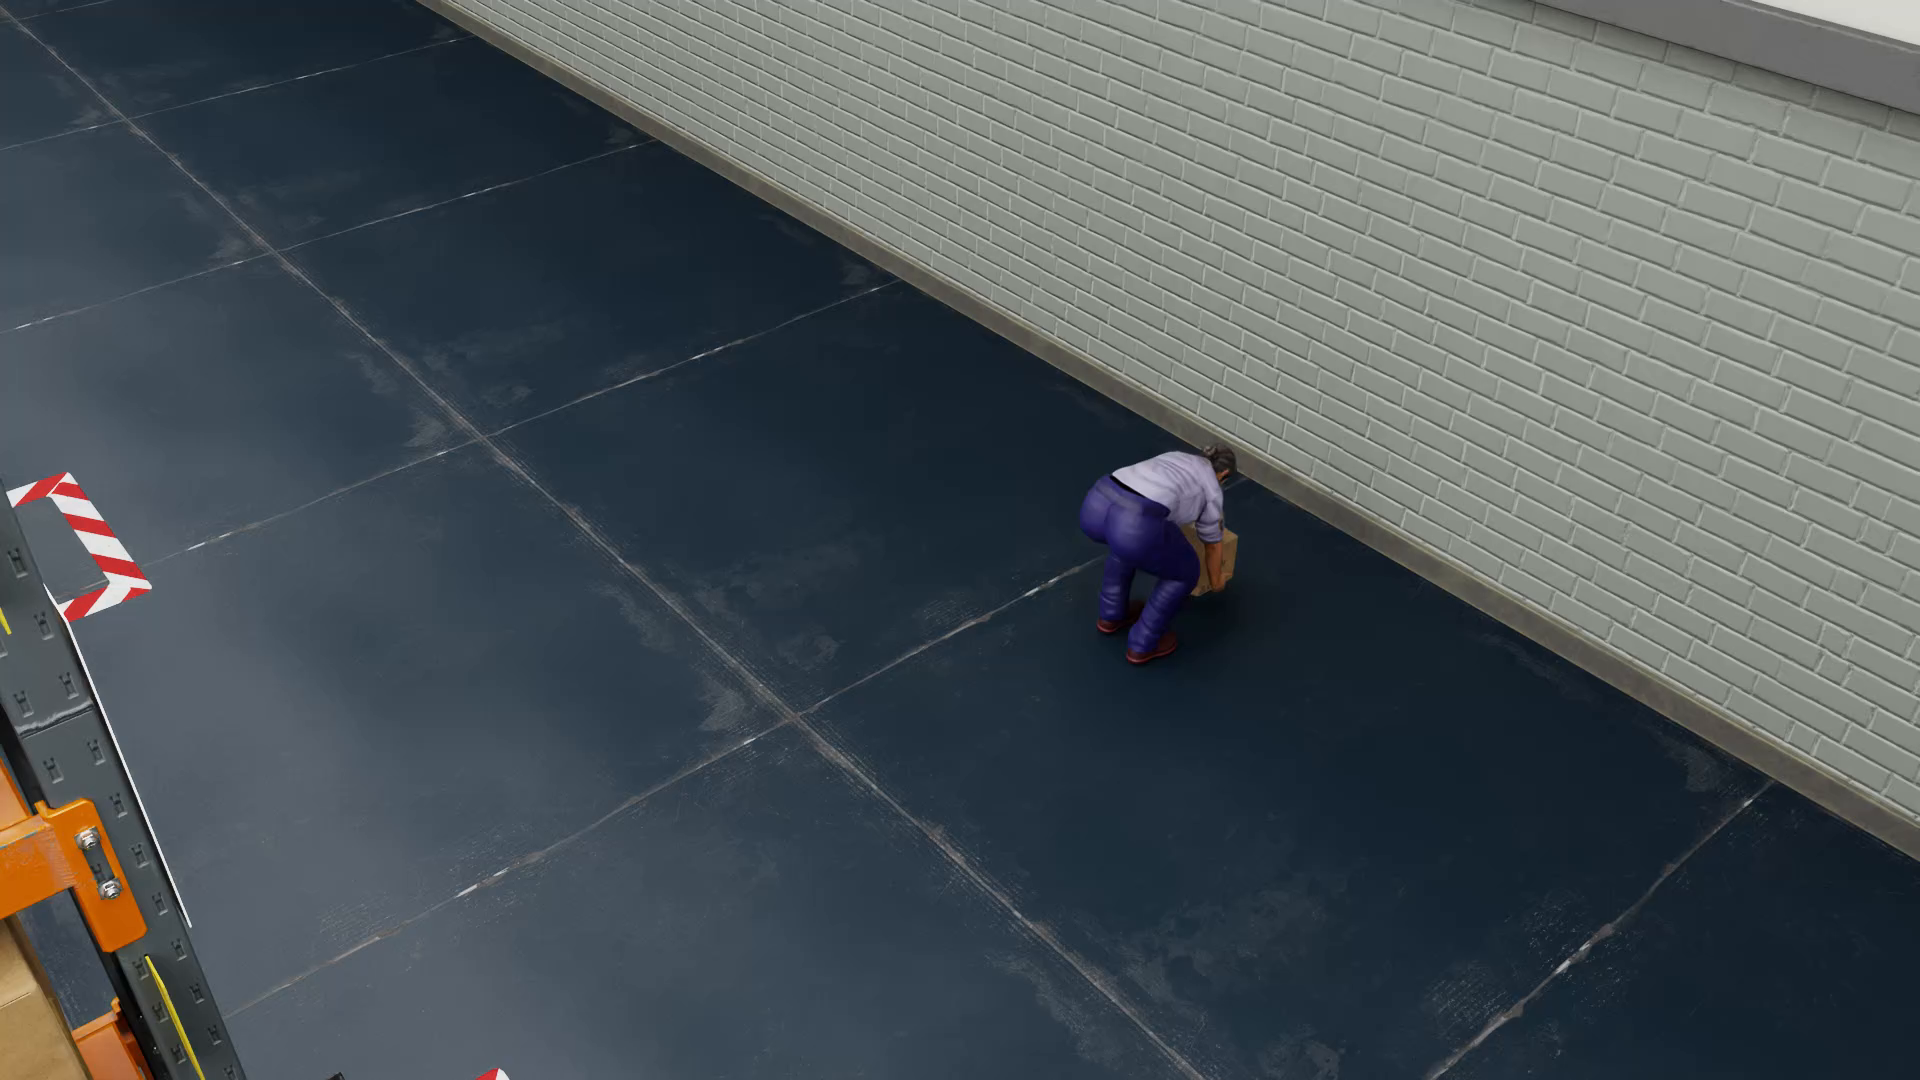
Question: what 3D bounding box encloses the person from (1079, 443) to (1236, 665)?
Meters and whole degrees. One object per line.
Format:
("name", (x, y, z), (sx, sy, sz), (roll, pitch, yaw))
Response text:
("person", (0.940, 0.016, 7.666), (0.907, 0.945, 0.491), (-29, 45, -33))
